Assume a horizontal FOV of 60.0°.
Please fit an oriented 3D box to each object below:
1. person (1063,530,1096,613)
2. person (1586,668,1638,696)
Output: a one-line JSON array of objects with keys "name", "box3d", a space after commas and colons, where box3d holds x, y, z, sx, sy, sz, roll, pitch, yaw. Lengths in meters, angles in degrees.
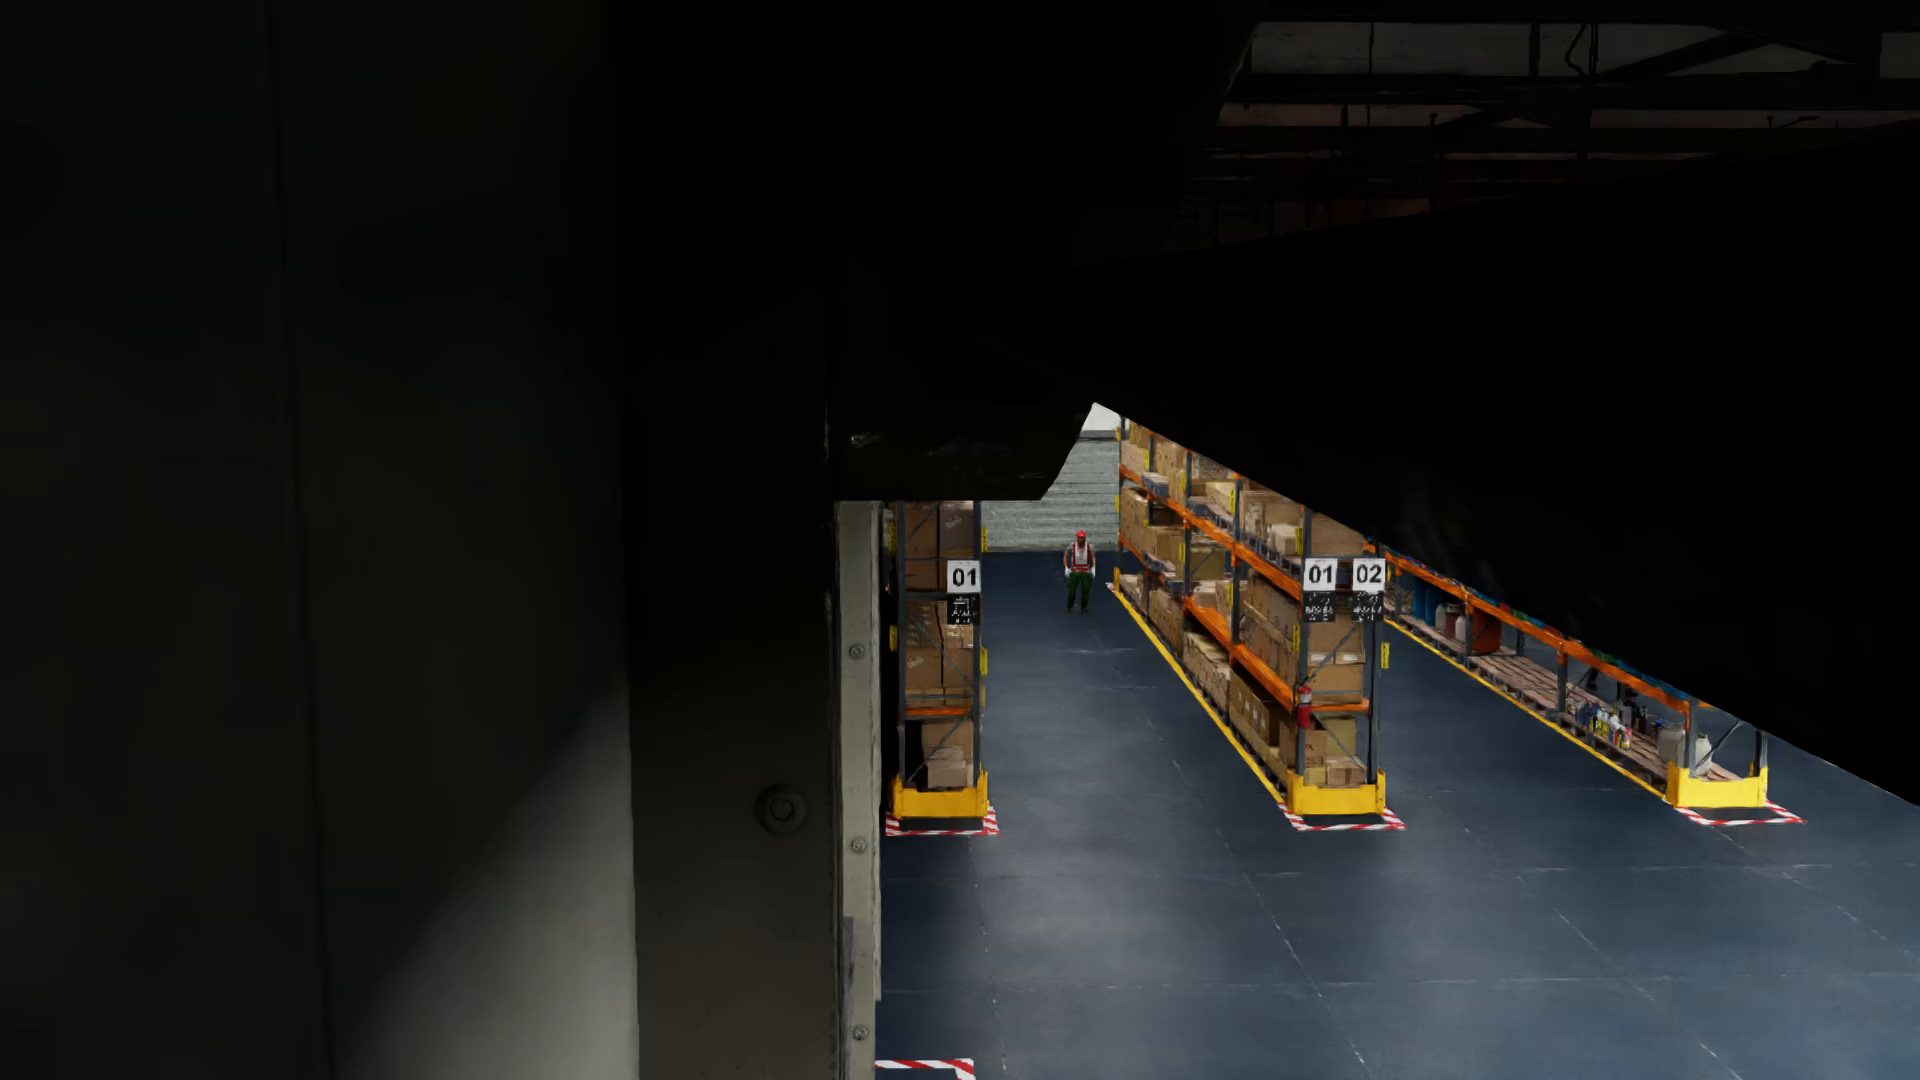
[{"name": "person", "box3d": [2.423, 0.641, 33.650, 0.677, 1.742, 0.552, 0, 8, -3]}, {"name": "person", "box3d": [10.495, 1.658, 26.760, 0.537, 1.665, 1.028, -2, 8, -11]}]
